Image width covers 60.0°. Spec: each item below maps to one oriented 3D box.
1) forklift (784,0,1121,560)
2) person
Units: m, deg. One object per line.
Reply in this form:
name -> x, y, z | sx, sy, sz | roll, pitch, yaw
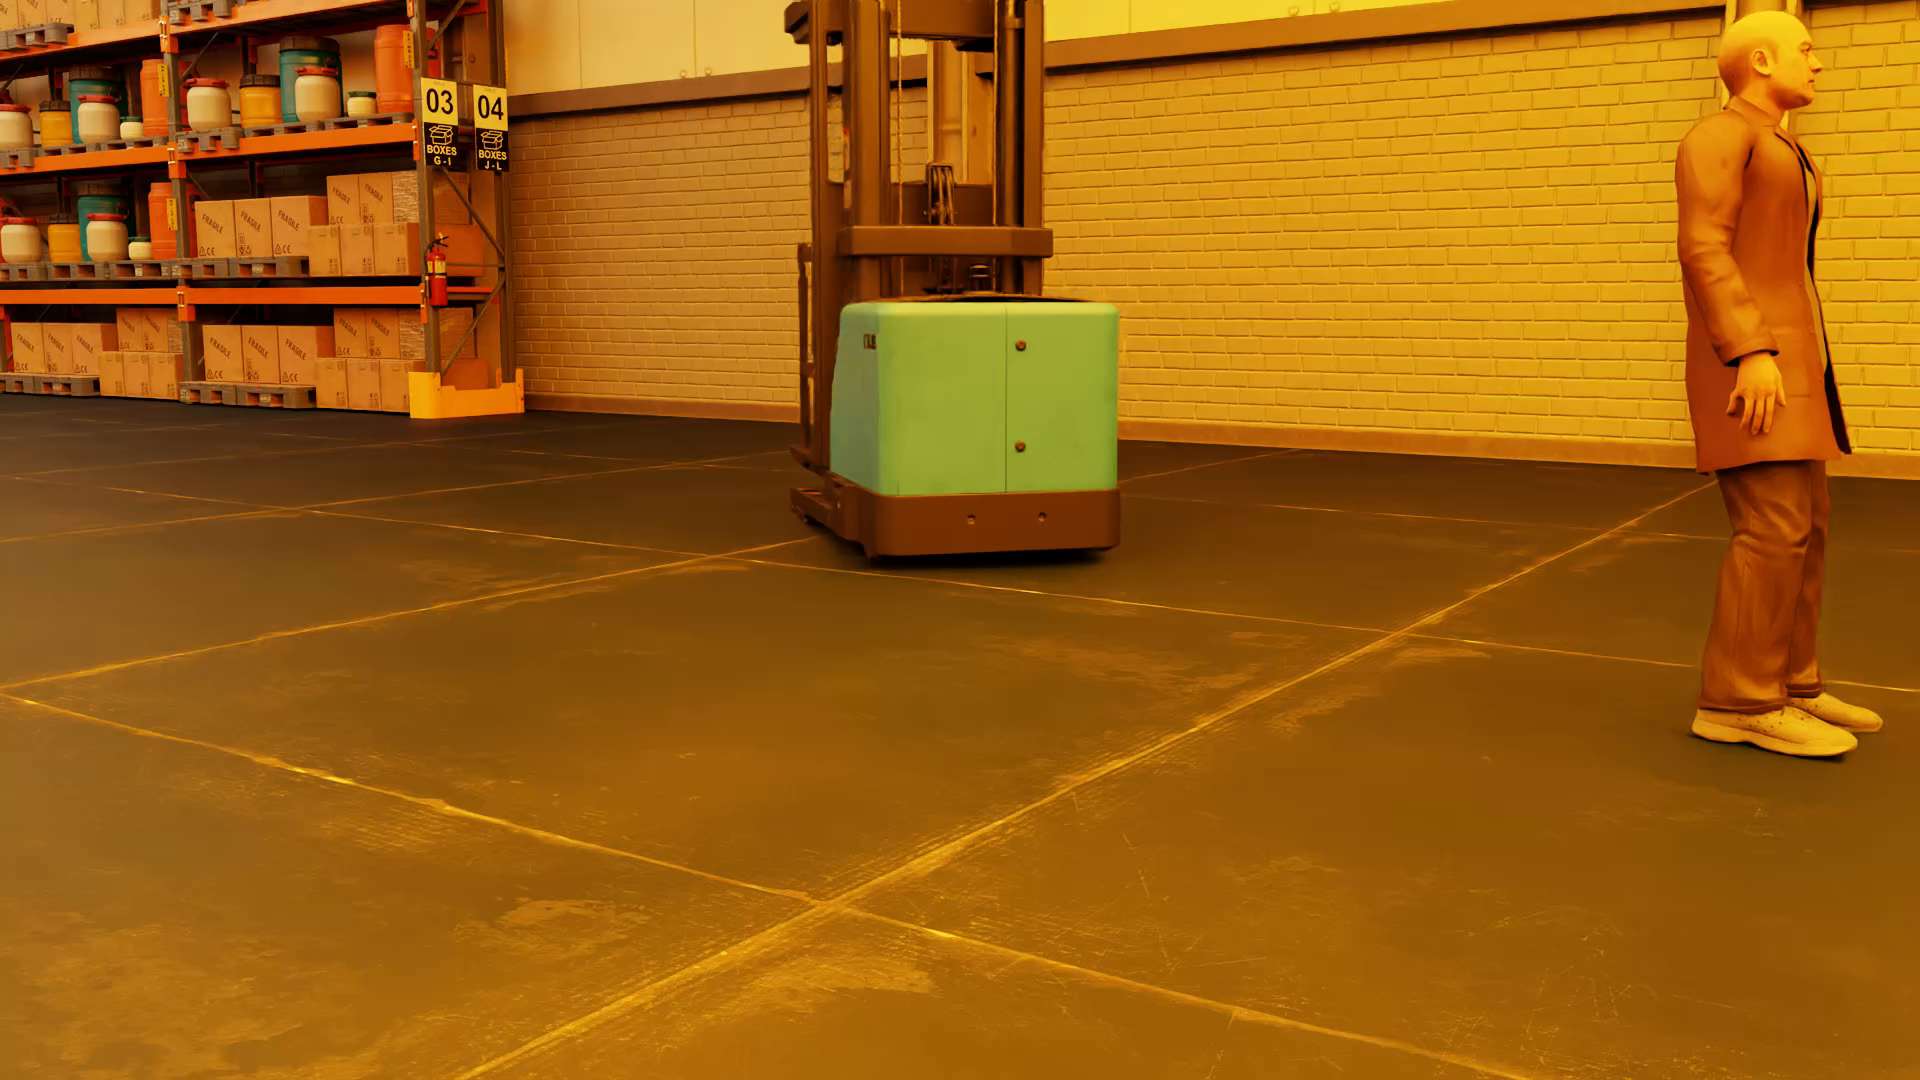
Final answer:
forklift -> -0.224, -1.538, 8.008 | 1.130, 2.935, 3.031 | -2, 8, -16
person -> 2.043, -0.393, 4.107 | 0.495, 1.793, 0.683 | 6, 10, 37
